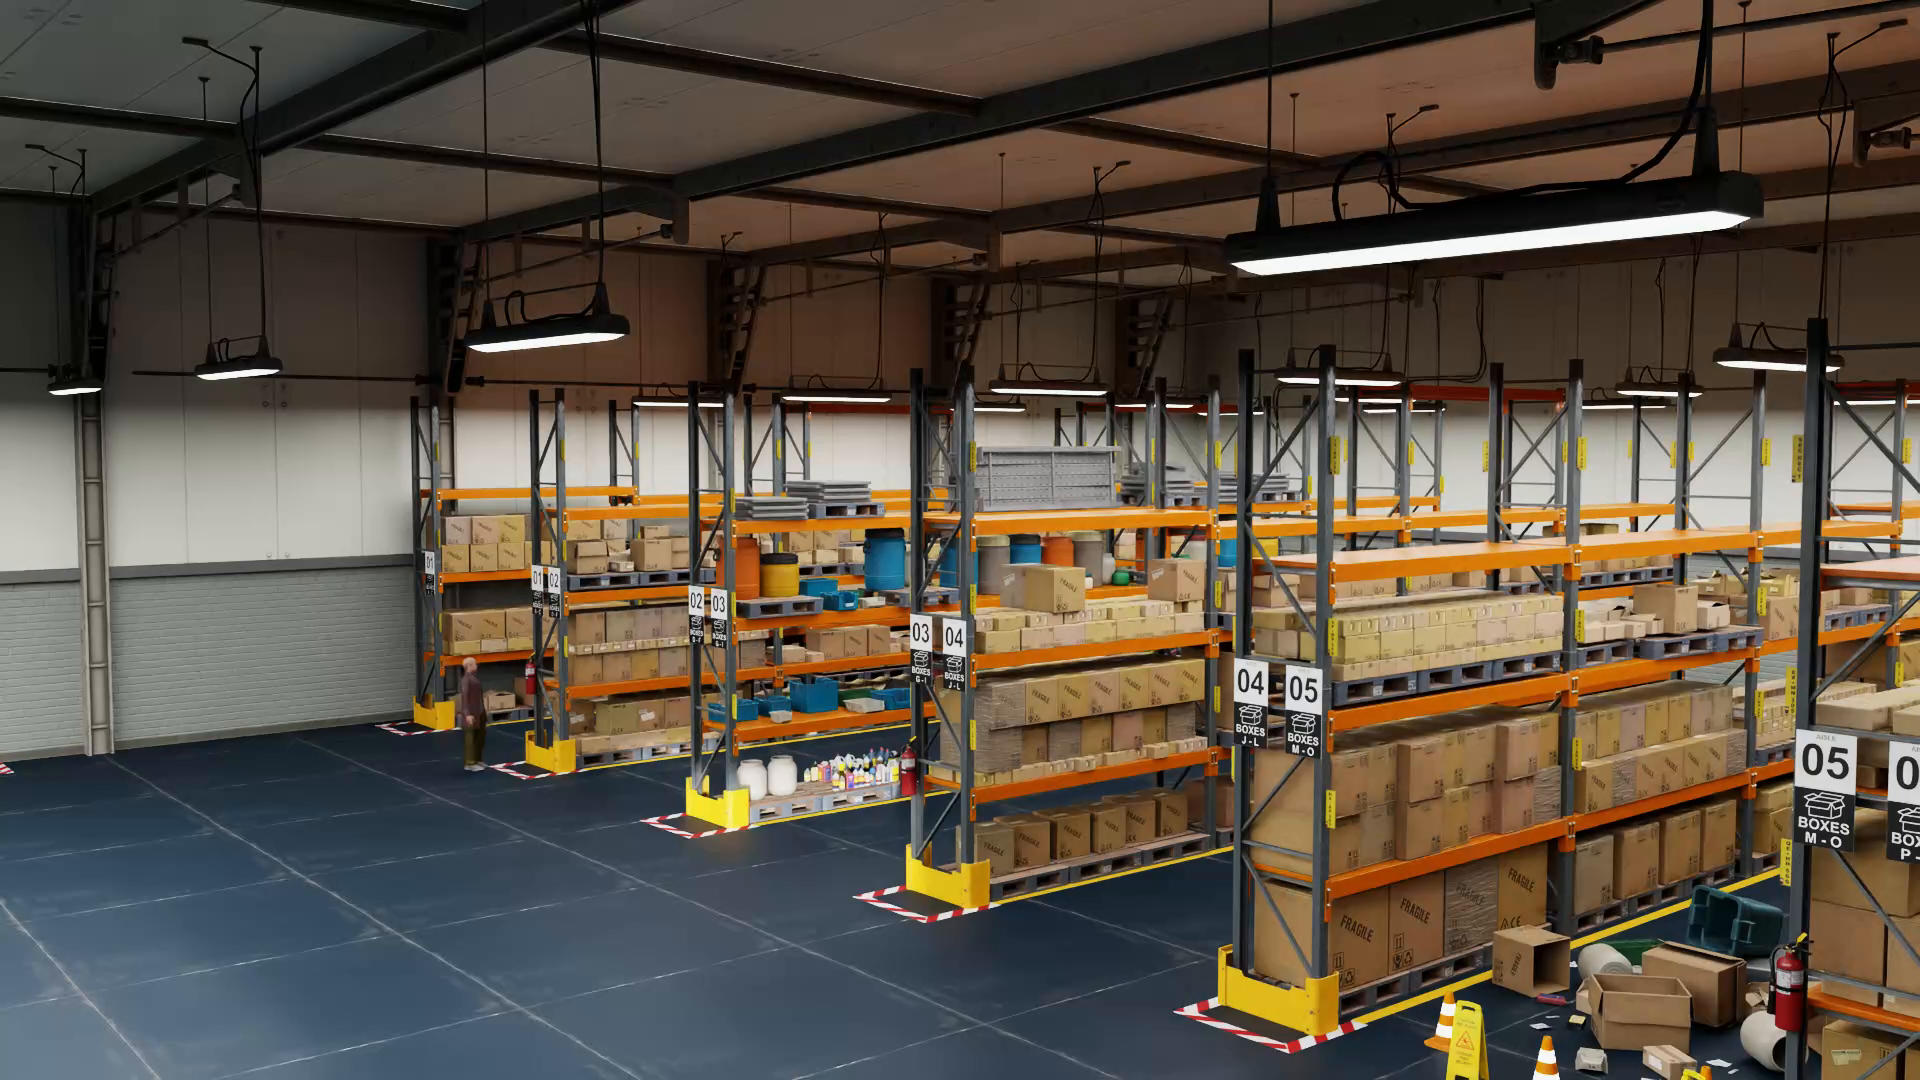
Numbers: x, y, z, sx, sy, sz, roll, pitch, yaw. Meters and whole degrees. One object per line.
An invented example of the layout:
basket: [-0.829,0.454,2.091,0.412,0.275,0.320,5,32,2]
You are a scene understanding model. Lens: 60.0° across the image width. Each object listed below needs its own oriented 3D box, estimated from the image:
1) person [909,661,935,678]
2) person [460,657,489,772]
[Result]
person: [-0.734,2.384,33.659,0.982,1.628,0.649,-3,4,-39]
person: [-7.669,2.755,26.209,0.482,1.827,0.651,1,3,11]
